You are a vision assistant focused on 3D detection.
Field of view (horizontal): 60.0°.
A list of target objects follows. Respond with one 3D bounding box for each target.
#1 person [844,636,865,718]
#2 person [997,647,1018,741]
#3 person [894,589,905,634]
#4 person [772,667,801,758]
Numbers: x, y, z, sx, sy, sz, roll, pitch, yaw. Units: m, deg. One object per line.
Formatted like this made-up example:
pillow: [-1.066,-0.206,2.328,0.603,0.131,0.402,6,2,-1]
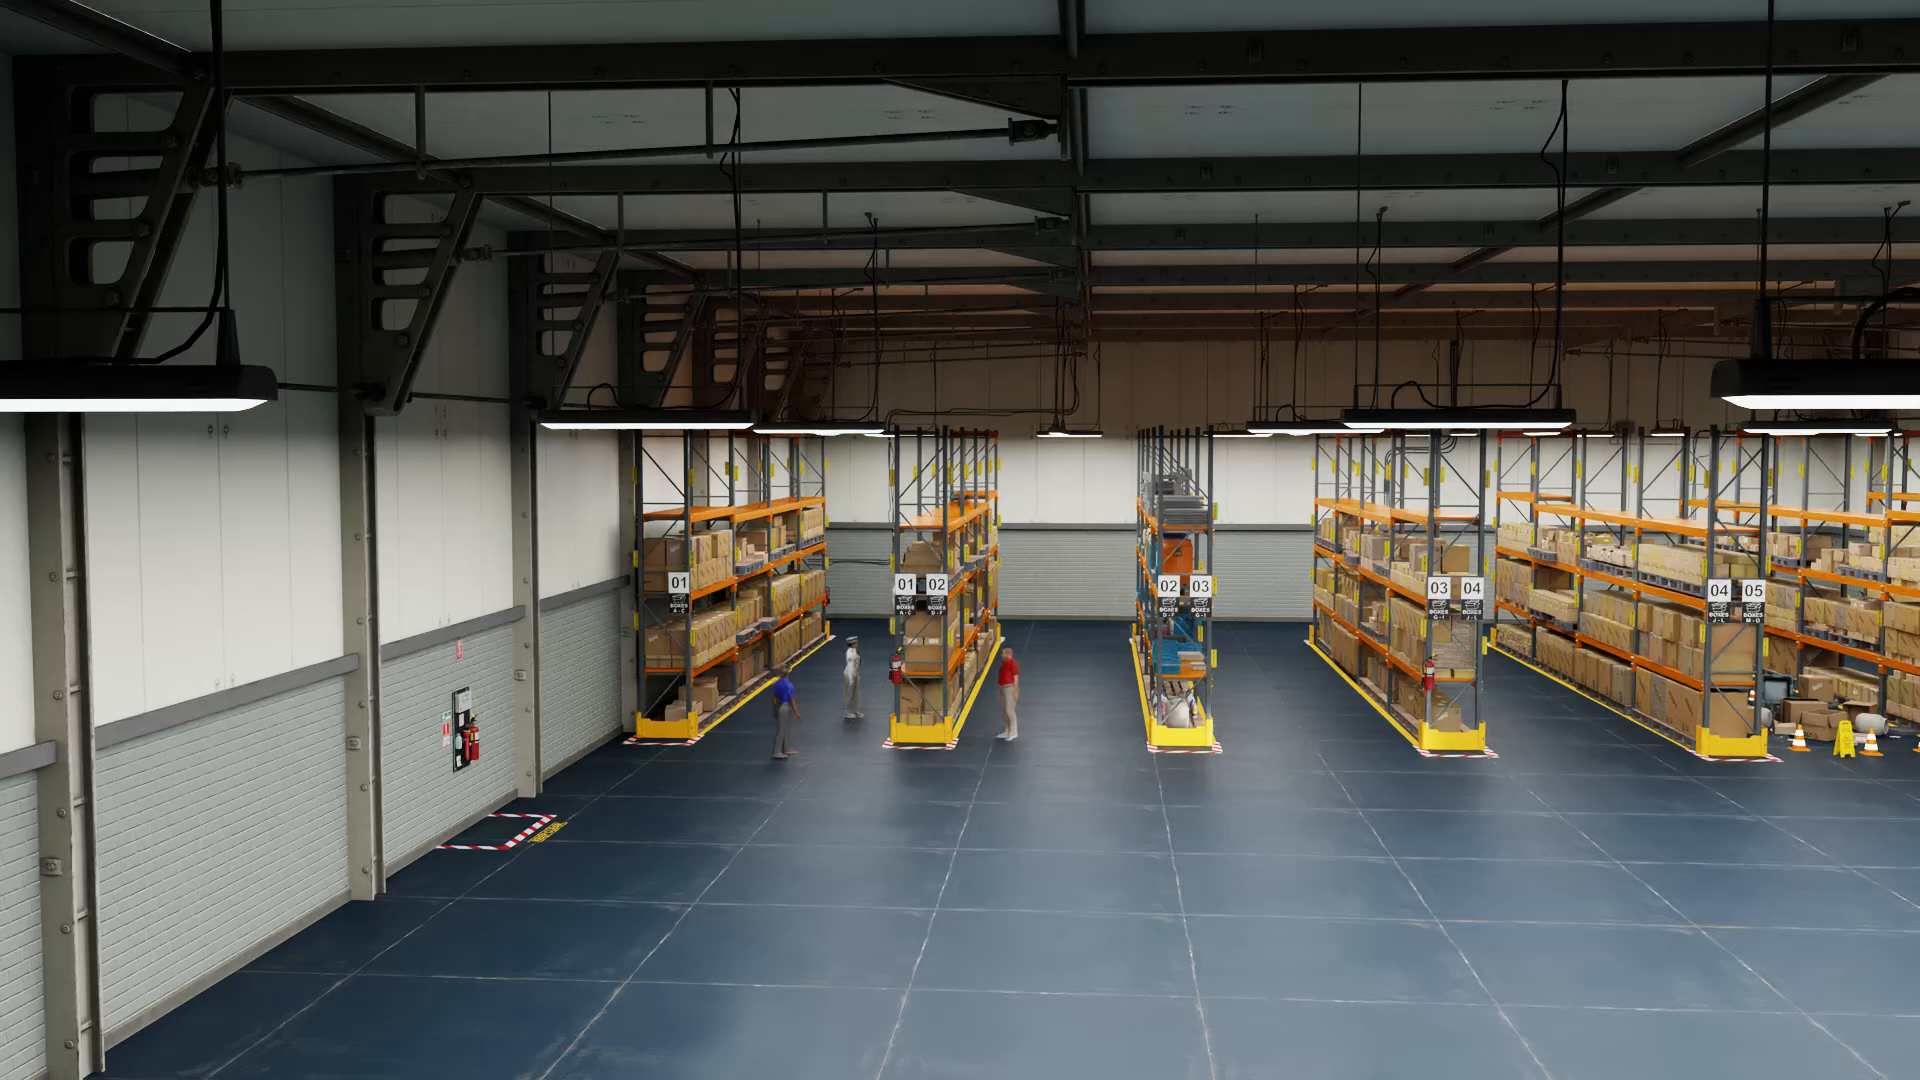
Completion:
person: [-2.195,2.826,34.264,0.405,1.690,0.509,0,3,7]
person: [0.900,2.955,31.953,0.385,1.777,0.604,-2,4,-24]
person: [-1.695,1.926,48.927,0.445,1.682,0.512,1,4,13]
person: [-3.133,3.109,30.057,0.554,1.637,0.526,-2,4,-24]
